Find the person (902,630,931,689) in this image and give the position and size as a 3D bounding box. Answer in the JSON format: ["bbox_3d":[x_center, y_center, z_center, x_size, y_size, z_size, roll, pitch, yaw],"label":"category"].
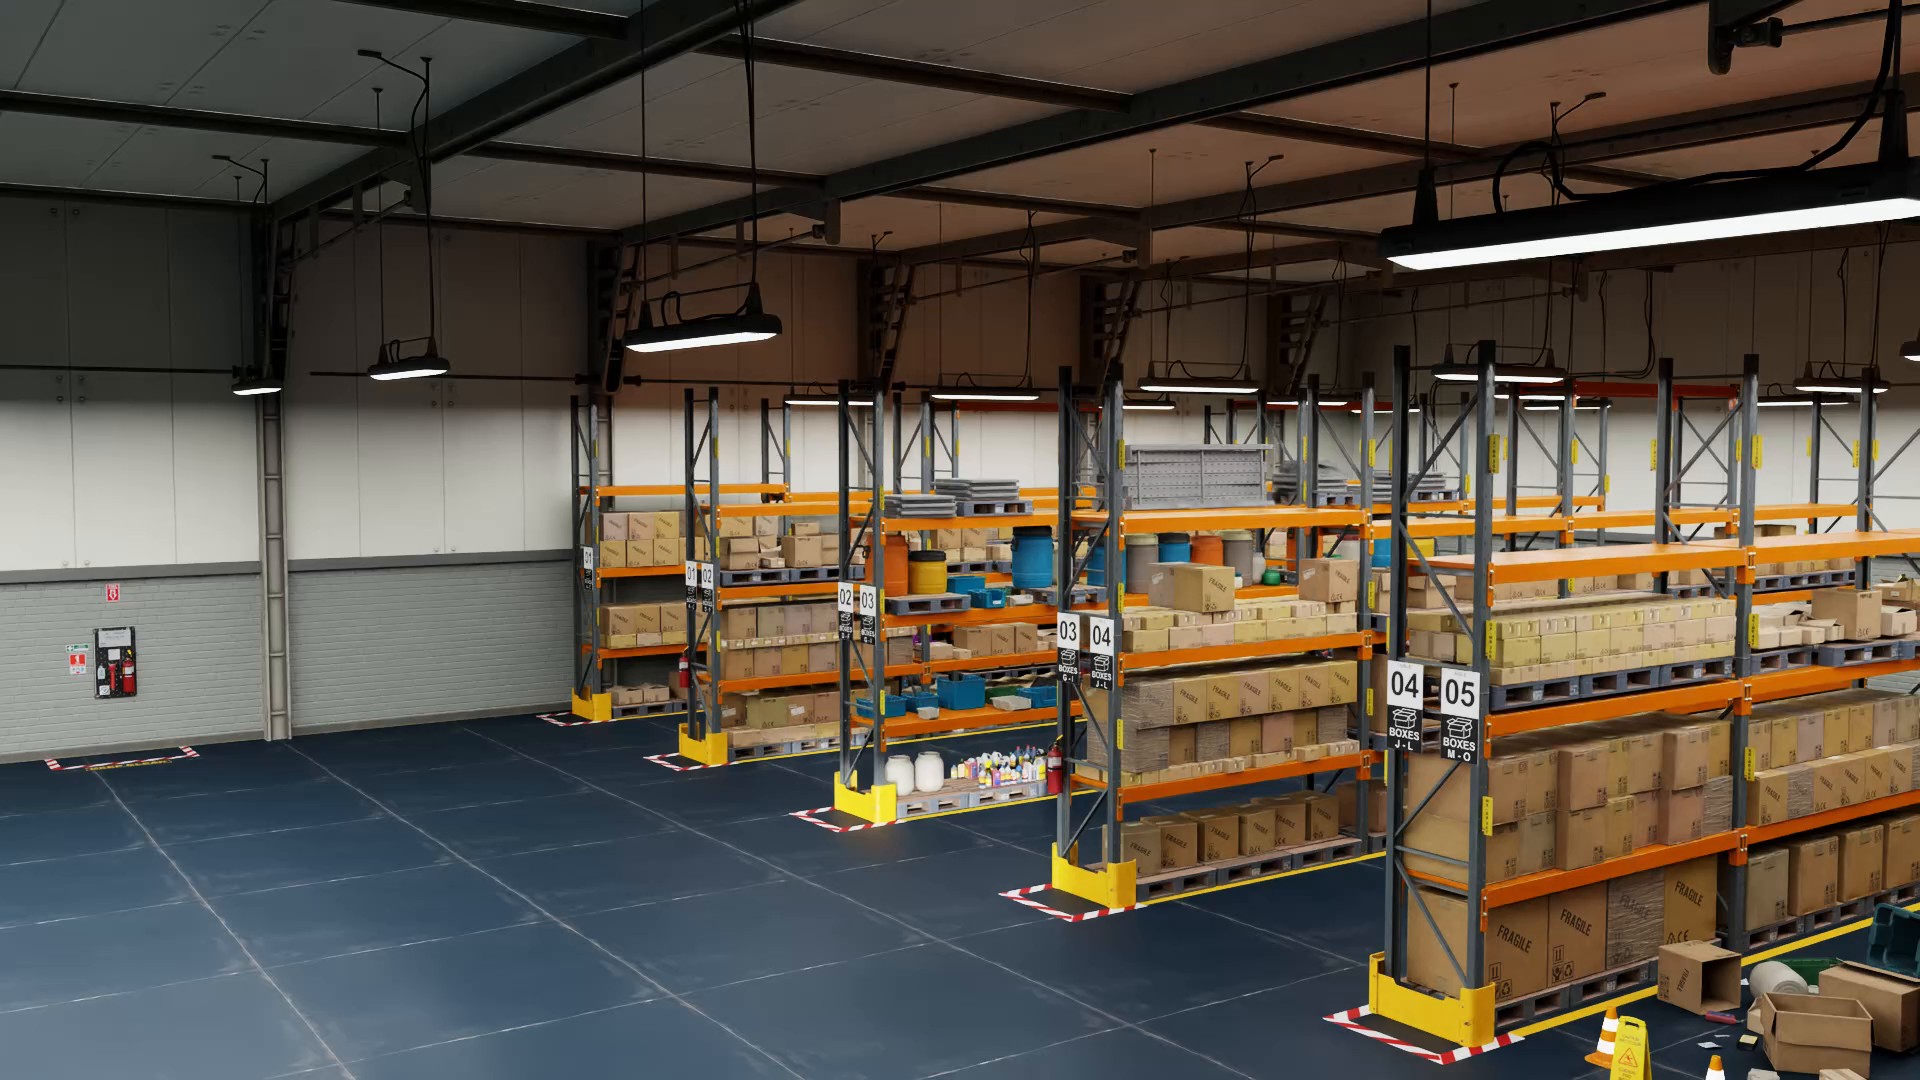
[{"bbox_3d":[-1.002,2.200,32.614,0.939,1.560,0.701,-2,4,-28],"label":"person"}]
